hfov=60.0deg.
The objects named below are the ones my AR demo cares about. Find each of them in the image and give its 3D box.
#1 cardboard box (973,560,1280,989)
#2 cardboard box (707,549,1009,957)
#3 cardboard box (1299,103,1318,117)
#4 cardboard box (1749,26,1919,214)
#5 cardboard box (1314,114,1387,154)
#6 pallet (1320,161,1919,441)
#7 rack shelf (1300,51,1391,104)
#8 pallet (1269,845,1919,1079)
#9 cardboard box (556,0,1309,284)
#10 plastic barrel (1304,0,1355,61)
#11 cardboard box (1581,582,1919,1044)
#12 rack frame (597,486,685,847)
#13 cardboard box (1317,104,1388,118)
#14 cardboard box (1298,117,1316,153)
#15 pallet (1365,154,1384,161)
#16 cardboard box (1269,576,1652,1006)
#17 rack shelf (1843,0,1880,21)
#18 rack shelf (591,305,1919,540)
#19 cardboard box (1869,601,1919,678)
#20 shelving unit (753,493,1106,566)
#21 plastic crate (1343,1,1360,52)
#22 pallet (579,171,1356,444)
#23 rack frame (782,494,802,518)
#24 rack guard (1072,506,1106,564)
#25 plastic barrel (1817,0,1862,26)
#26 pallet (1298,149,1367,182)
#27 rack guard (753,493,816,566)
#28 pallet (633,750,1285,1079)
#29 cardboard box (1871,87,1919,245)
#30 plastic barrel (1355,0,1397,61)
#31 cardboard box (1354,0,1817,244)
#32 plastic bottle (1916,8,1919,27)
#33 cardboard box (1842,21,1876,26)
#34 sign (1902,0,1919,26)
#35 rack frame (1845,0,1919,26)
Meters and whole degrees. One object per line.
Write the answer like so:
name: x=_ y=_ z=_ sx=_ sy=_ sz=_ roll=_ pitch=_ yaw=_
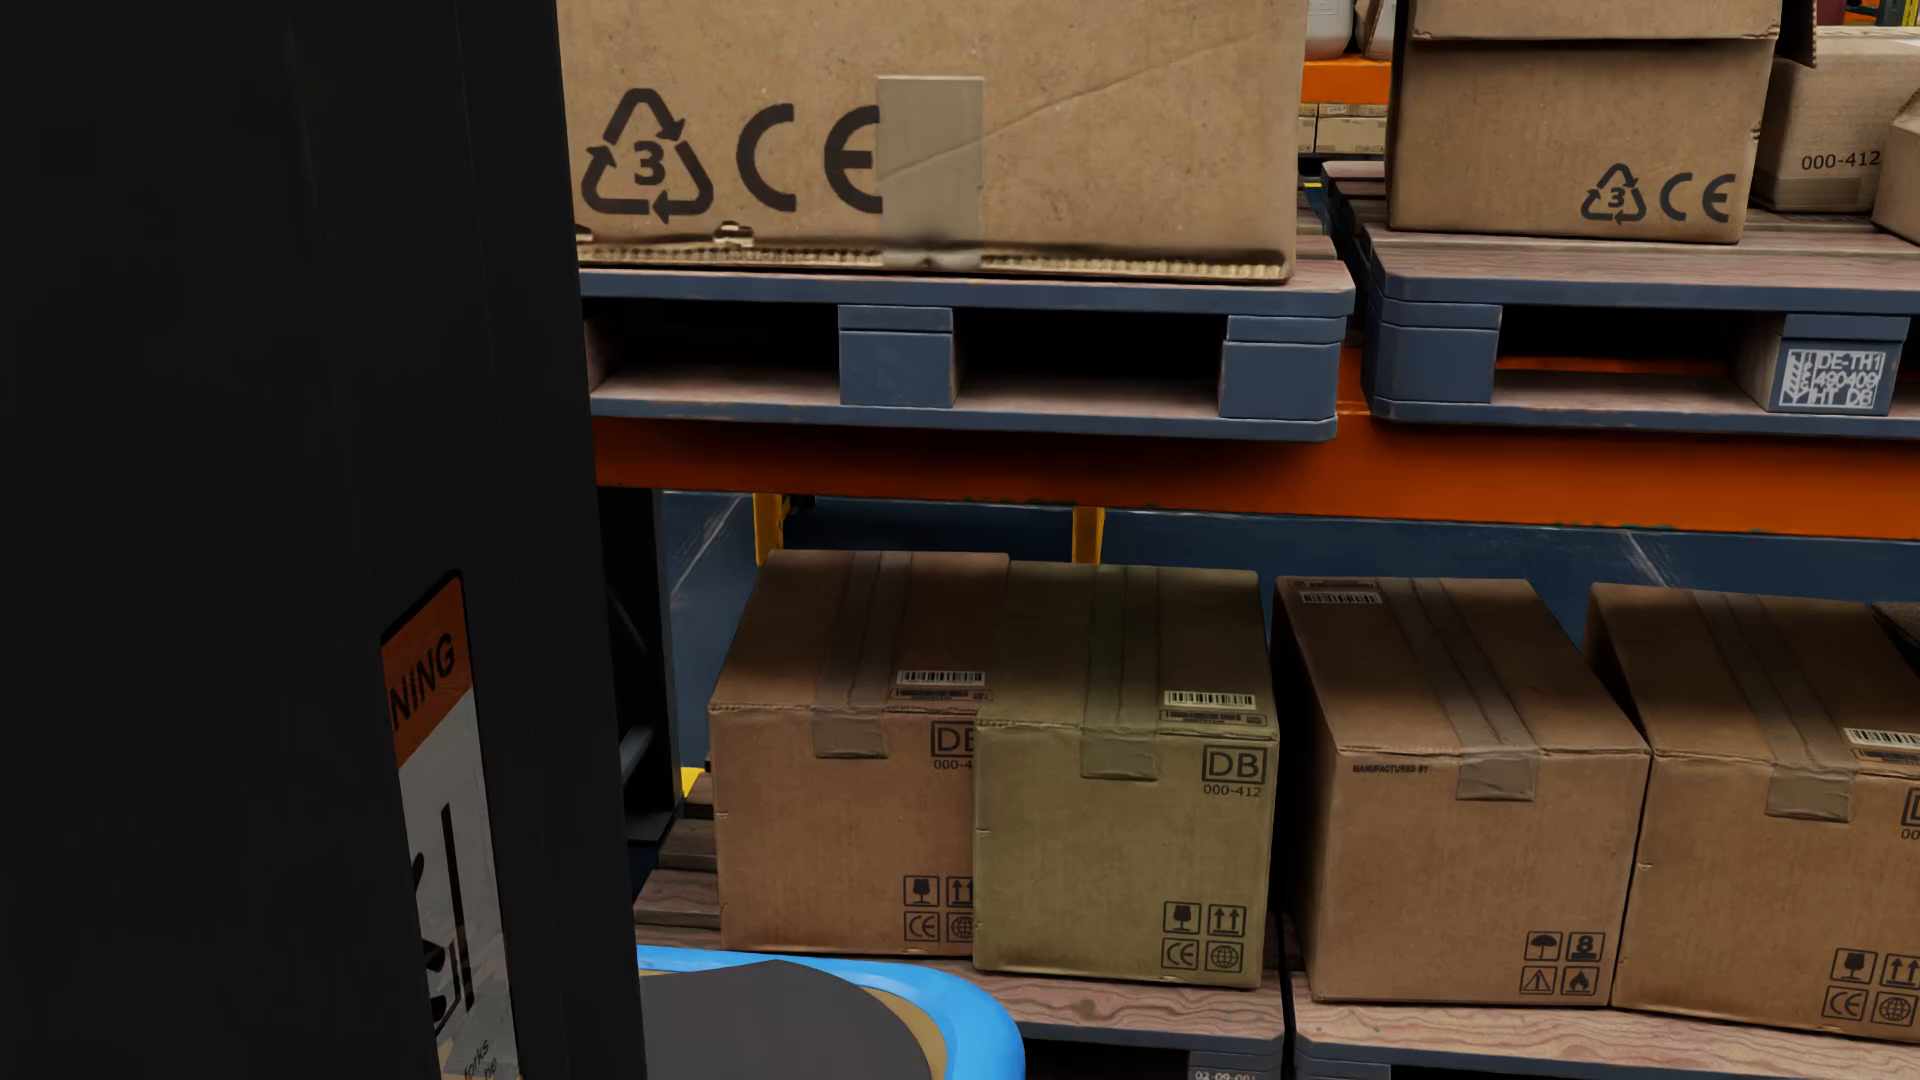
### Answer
cardboard box: x=0.309 y=0.409 z=3.128 sx=0.500 sy=0.500 sz=0.700 roll=2 pitch=22 yaw=6
cardboard box: x=-0.162 y=0.381 z=3.197 sx=0.500 sy=0.500 sz=0.700 roll=1 pitch=22 yaw=2
cardboard box: x=2.308 y=-3.230 z=11.937 sx=0.500 sy=0.311 sz=0.500 roll=3 pitch=22 yaw=8
cardboard box: x=1.565 y=-0.720 z=2.814 sx=0.500 sy=0.250 sz=0.500 roll=2 pitch=22 yaw=5
cardboard box: x=2.810 y=-2.949 z=11.988 sx=0.500 sy=0.250 sz=0.500 roll=3 pitch=22 yaw=8
pallet: x=1.232 y=-0.420 z=2.682 sx=1.213 sy=0.211 sz=1.003 roll=2 pitch=22 yaw=6
rack shelf: x=1.800 y=-1.998 z=7.393 sx=4.000 sy=0.370 sz=1.077 roll=2 pitch=22 yaw=6
pallet: x=1.219 y=0.771 z=3.203 sx=1.213 sy=0.211 sz=1.003 roll=2 pitch=22 yaw=6
cardboard box: x=0.003 y=-1.000 z=2.502 sx=1.000 sy=1.000 sz=1.000 roll=3 pitch=22 yaw=7
plastic barrel: x=1.466 y=-2.329 z=7.067 sx=0.433 sy=0.535 sz=0.433 roll=0 pitch=22 yaw=0
cardboard box: x=1.419 y=0.457 z=3.006 sx=0.500 sy=0.500 sz=0.700 roll=4 pitch=22 yaw=11
rack frame: x=-0.769 y=-0.611 z=2.906 sx=0.127 sy=3.000 sz=1.000 roll=2 pitch=22 yaw=6
cardboard box: x=2.805 y=-3.208 z=11.880 sx=0.500 sy=0.311 sz=0.500 roll=2 pitch=22 yaw=6
cardboard box: x=2.299 y=-2.970 z=12.041 sx=0.500 sy=0.250 sz=0.500 roll=3 pitch=22 yaw=7
pallet: x=3.559 y=-2.808 z=12.255 sx=1.213 sy=0.211 sz=1.003 roll=2 pitch=22 yaw=6
cardboard box: x=0.865 y=0.433 z=3.067 sx=0.500 sy=0.500 sz=0.700 roll=1 pitch=22 yaw=2
rack shelf: x=6.358 y=-3.634 z=11.529 sx=4.000 sy=0.370 sz=1.077 roll=2 pitch=22 yaw=6
rack shelf: x=1.217 y=-0.190 z=2.819 sx=4.000 sy=0.370 sz=1.077 roll=2 pitch=22 yaw=6
cardboard box: x=1.983 y=0.479 z=2.950 sx=0.500 sy=0.500 sz=0.700 roll=1 pitch=22 yaw=2
shelving unit: x=-0.076 y=-0.701 z=5.172 sx=1.083 sy=1.500 sz=0.587 roll=2 pitch=22 yaw=6
plastic crate: x=1.576 y=-2.349 z=7.589 sx=0.662 sy=0.188 sz=0.450 roll=2 pitch=22 yaw=6
pallet: x=-0.028 y=-0.436 z=2.723 sx=1.213 sy=0.211 sz=1.003 roll=2 pitch=22 yaw=6
rack frame: x=-0.590 y=-0.723 z=5.229 sx=0.032 sy=1.500 sz=0.500 roll=2 pitch=22 yaw=6
rack guard: x=0.419 y=-0.098 z=5.348 sx=0.087 sy=0.250 sz=0.587 roll=2 pitch=22 yaw=6
plastic barrel: x=3.289 y=-2.219 z=6.788 sx=0.708 sy=0.536 sz=0.600 roll=2 pitch=22 yaw=6
pallet: x=2.351 y=-2.862 z=12.391 sx=1.213 sy=0.211 sz=1.003 roll=2 pitch=22 yaw=6
rack guard: x=-0.570 y=-0.141 z=5.457 sx=0.087 sy=0.250 sz=0.587 roll=2 pitch=22 yaw=6
pallet: x=0.004 y=0.719 z=3.335 sx=1.213 sy=0.211 sz=1.003 roll=2 pitch=22 yaw=6
cardboard box: x=1.515 y=-0.544 z=2.349 sx=0.258 sy=0.266 sz=0.396 roll=2 pitch=22 yaw=5
plastic barrel: x=1.896 y=-2.311 z=7.020 sx=0.433 sy=0.535 sz=0.433 roll=0 pitch=22 yaw=0
cardboard box: x=0.963 y=-0.813 z=2.705 sx=0.637 sy=0.503 sz=0.797 roll=5 pitch=22 yaw=12
plastic bottle: x=4.238 y=-2.330 z=7.413 sx=0.133 sy=0.283 sz=0.061 roll=2 pitch=22 yaw=6
cardboard box: x=8.263 y=-4.867 z=16.023 sx=0.750 sy=0.750 sz=0.750 roll=3 pitch=22 yaw=7
sign: x=3.728 y=-2.121 z=6.503 sx=0.005 sy=0.325 sz=0.100 roll=2 pitch=22 yaw=6
rack frame: x=3.786 y=-2.246 z=7.042 sx=0.127 sy=3.000 sz=1.000 roll=2 pitch=22 yaw=6
